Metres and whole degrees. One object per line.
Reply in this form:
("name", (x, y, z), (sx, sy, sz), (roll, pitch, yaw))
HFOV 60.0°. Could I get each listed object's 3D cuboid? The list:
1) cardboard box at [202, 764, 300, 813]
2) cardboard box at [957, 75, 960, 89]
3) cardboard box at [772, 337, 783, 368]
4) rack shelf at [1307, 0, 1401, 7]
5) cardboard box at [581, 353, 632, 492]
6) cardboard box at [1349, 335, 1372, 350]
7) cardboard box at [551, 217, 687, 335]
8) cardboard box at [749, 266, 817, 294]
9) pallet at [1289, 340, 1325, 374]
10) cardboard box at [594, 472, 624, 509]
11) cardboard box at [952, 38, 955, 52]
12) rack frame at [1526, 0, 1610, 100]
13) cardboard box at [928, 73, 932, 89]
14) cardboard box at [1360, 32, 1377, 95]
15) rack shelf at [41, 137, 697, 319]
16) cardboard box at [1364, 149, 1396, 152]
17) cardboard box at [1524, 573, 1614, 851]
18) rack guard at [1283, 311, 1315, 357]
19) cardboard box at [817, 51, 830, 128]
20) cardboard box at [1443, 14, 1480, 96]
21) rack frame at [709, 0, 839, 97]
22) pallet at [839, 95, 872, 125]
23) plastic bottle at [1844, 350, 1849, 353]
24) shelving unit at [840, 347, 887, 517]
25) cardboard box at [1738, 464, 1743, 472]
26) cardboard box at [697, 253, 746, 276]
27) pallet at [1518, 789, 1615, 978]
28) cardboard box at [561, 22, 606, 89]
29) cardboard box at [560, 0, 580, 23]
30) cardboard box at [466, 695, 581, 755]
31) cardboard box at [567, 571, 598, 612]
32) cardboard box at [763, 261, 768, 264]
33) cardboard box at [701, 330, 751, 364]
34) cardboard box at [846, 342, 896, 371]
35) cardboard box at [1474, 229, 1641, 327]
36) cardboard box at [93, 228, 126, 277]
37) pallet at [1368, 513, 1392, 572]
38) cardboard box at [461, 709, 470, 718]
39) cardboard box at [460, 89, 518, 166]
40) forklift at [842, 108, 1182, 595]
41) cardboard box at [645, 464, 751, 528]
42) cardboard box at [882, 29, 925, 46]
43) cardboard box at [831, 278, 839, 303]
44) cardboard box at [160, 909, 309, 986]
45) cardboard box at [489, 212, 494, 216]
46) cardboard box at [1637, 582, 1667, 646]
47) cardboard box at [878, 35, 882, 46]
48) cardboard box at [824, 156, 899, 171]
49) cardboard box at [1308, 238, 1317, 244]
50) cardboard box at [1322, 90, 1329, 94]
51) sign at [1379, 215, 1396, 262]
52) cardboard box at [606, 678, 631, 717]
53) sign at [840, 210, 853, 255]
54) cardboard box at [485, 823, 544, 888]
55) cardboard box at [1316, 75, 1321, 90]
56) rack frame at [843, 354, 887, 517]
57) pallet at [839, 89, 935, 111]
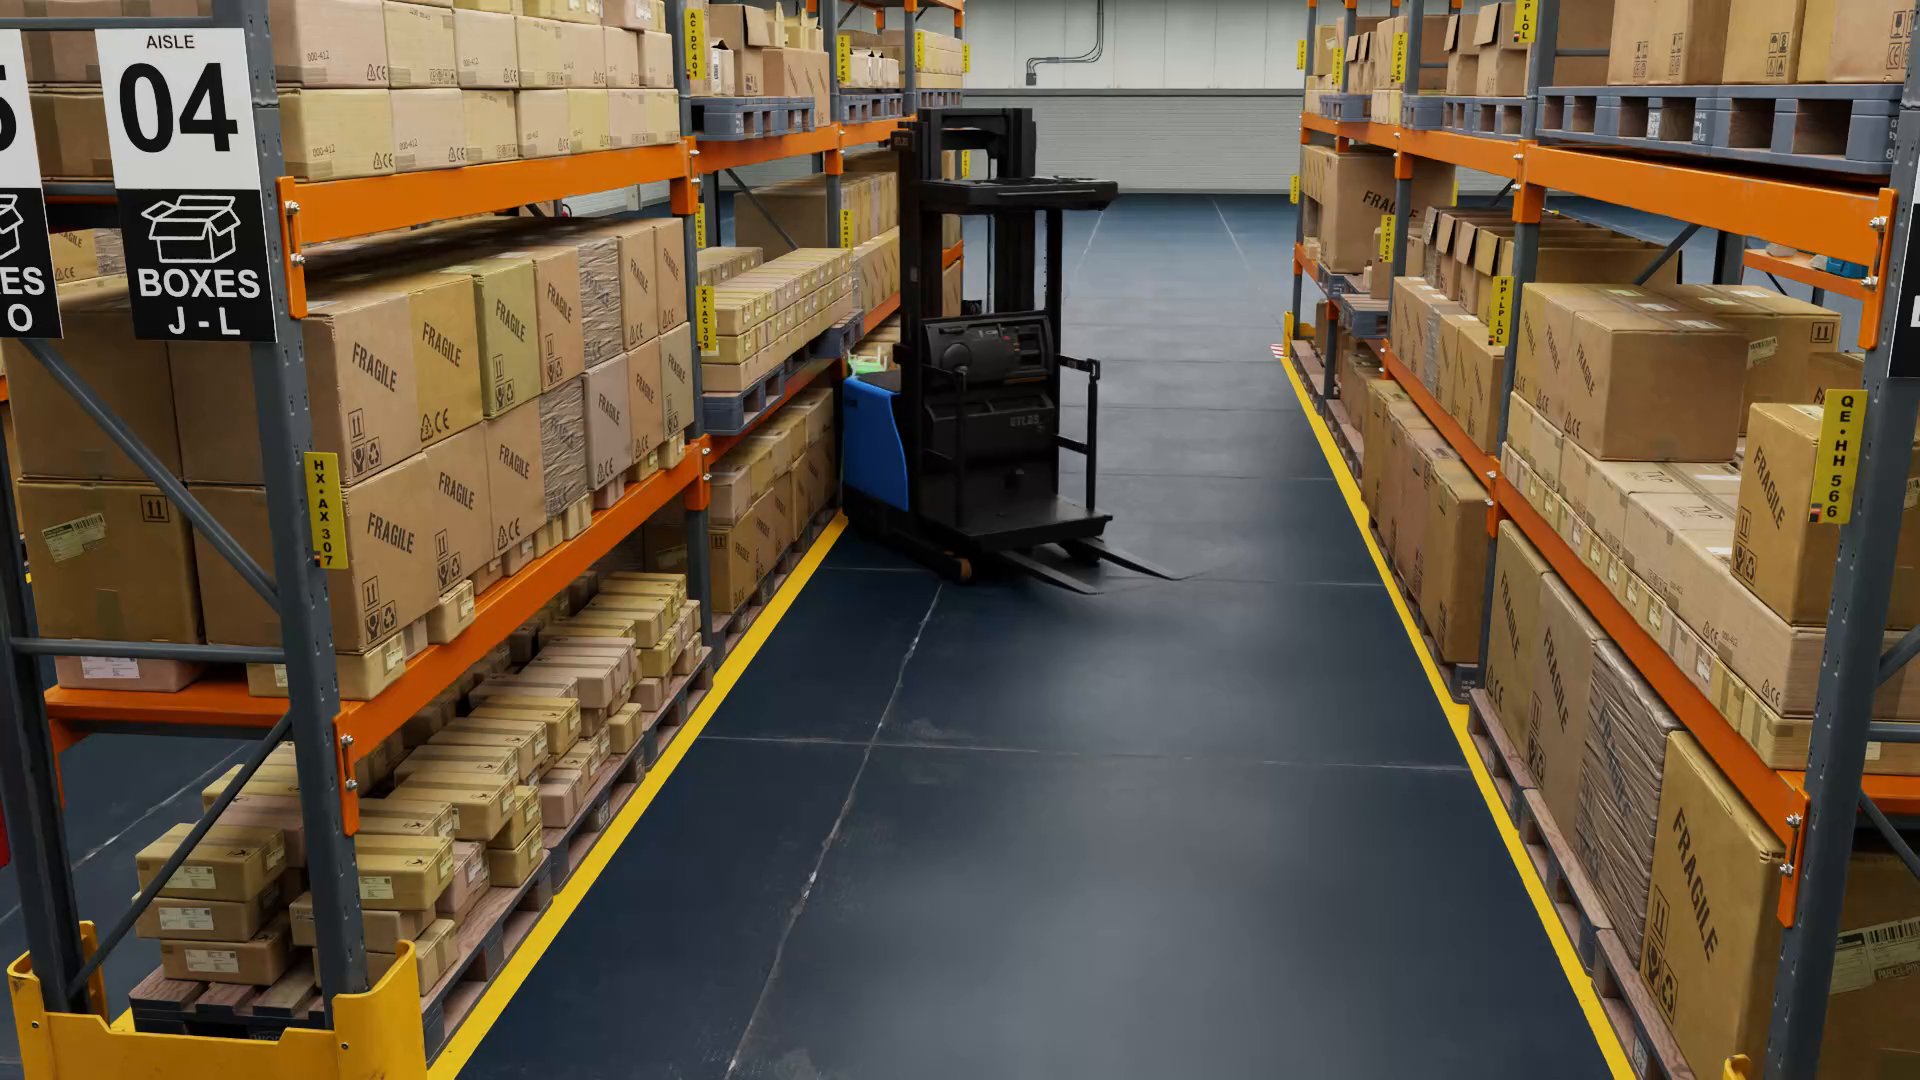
("cardboard box", (-2.481, 0.930, 5.994), (0.380, 0.149, 0.250), (1, 15, 5))
("cardboard box", (-0.202, -5.243, 19.044), (0.380, 0.149, 0.250), (2, 15, 7))
("cardboard box", (-1.237, -1.087, 9.610), (0.380, 0.149, 0.250), (2, 15, 7))
("rack shelf", (4.219, -5.683, 16.824), (1.077, 0.370, 4.000), (2, 15, 6))
("cardboard box", (-1.717, -0.509, 7.037), (0.500, 0.500, 0.500), (2, 15, 6))
("cardboard box", (4.079, -1.716, 16.245), (0.500, 0.500, 0.500), (1, 15, 5))
("cardboard box", (-1.610, -1.259, 7.895), (0.500, 0.500, 0.500), (1, 15, 4))
("cardboard box", (-1.122, -1.645, 10.535), (0.380, 0.149, 0.250), (2, 15, 9))
("pallet", (4.310, -2.079, 18.947), (1.003, 0.211, 1.213), (2, 15, 6))
("cardboard box", (-1.690, -0.237, 7.274), (0.380, 0.149, 0.250), (1, 15, 4))
("cardboard box", (-0.259, -5.494, 18.444), (0.380, 0.149, 0.250), (2, 15, 7))
("rack frame", (3.091, -3.438, 7.138), (1.000, 3.000, 0.127), (2, 15, 6))
("cardboard box", (-0.487, -4.583, 16.605), (0.380, 0.149, 0.250), (2, 15, 6))
("cardboard box", (3.737, -3.954, 13.791), (0.797, 0.503, 0.637), (2, 15, 9))
("rack shelf", (-2.051, -1.297, 6.342), (1.077, 0.370, 4.000), (2, 15, 6))
("cardboard box", (4.454, -3.790, 17.256), (0.500, 0.500, 0.500), (2, 15, 6))
("cardboard box", (2.836, 0.683, 6.656), (0.875, 0.875, 0.875), (2, 15, 6))
("rack guard", (4.437, -2.428, 19.684), (1.175, 0.500, 0.348), (2, 15, 6))
("cardboard box", (-1.186, -3.093, 11.415), (0.500, 0.500, 0.500), (2, 15, 6))
("cardboard box", (3.545, -3.120, 10.705), (0.797, 0.503, 0.637), (3, 15, 10))
("rack frame", (-1.374, -4.648, 11.612), (1.000, 3.000, 0.127), (2, 15, 6))
("pallet", (-1.355, -3.277, 12.651), (1.213, 0.211, 1.003), (2, 15, 9))
("plastic bottle", (8.759, -1.714, 16.486), (0.144, 0.351, 0.185), (2, 15, 6))
("shelving unit", (-0.724, -0.806, 12.302), (0.258, 1.200, 0.503), (2, 14, -9))
("cardboard box", (3.128, -0.093, 5.978), (0.500, 0.250, 0.500), (1, 15, 5))
("cardboard box", (-1.679, -1.873, 11.380), (0.380, 0.149, 0.250), (2, 15, 6))
("pallet", (2.792, 1.316, 6.391), (1.003, 0.211, 1.213), (2, 15, 6))
("cardboard box", (-1.750, -1.934, 6.652), (0.500, 0.250, 0.500), (2, 15, 9))
("cardboard box", (-1.710, -2.099, 6.496), (0.380, 0.149, 0.250), (2, 15, 6))
("cardboard box", (-1.752, 0.741, 6.691), (0.380, 0.149, 0.250), (2, 15, 7))
("cardboard box", (-2.071, 0.255, 8.490), (0.380, 0.149, 0.250), (2, 15, 9))
("cardboard box", (-1.590, -1.925, 12.843), (0.500, 0.500, 0.500), (2, 15, 6))
("cardboard box", (-1.324, -1.028, 8.825), (0.380, 0.149, 0.250), (2, 15, 7))
("cardboard box", (-1.121, -1.251, 14.047), (1.050, 0.750, 0.750), (2, 15, 7))
("cardboard box", (3.244, -1.418, 9.048), (0.797, 0.503, 0.637), (2, 15, 7))
("cardboard box", (-6.152, -2.127, 11.676), (0.500, 0.500, 0.500), (2, 15, 7))
("pallet", (3.379, -0.031, 11.374), (1.003, 0.211, 1.213), (2, 15, 6))
("cardboard box", (-2.295, 0.737, 7.279), (0.380, 0.149, 0.250), (2, 15, 6))
("cardboard box", (-1.863, -1.432, 5.752), (0.500, 0.250, 0.500), (1, 15, 4))
("forklift", (0.304, -1.272, 10.750), (1.130, 2.935, 3.031), (-8, 17, -28))
("cardboard box", (-1.480, -0.256, 9.412), (0.500, 0.250, 0.500), (1, 15, 4))
("cardboard box", (-0.544, -4.836, 16.013), (0.380, 0.149, 0.250), (2, 15, 7))
("cardboard box", (-1.033, -1.698, 11.302), (0.380, 0.149, 0.250), (2, 15, 8))
("cardboard box", (-2.425, 1.354, 5.566), (0.380, 0.149, 0.250), (2, 15, 7))
("cardboard box", (-5.386, -3.599, 18.465), (0.500, 0.500, 0.500), (2, 15, 7))
("cardboard box", (2.467, 0.249, 5.474), (0.380, 0.149, 0.250), (1, 15, 5))
("cardboard box", (-1.028, -5.250, 17.543), (0.380, 0.149, 0.250), (2, 15, 7))
("cardboard box", (-0.901, -3.624, 16.961), (0.875, 0.550, 0.550), (2, 15, 6))
("cardboard box", (4.078, -3.272, 18.498), (0.380, 0.149, 0.250), (2, 15, 6))
("cardboard box", (3.907, -4.386, 16.677), (0.500, 0.250, 0.500), (2, 15, 6))
("sign", (3.002, -2.114, 11.667), (0.100, 0.325, 0.005), (2, 15, 6))
("cardboard box", (-1.711, 0.676, 7.504), (0.380, 0.149, 0.250), (2, 15, 8))
("sign", (-0.834, -2.259, 12.204), (0.100, 0.325, 0.005), (2, 15, 6))
("cardboard box", (-1.793, 1.172, 6.239), (0.380, 0.149, 0.250), (2, 15, 7))
("cardboard box", (4.020, -4.893, 17.788), (0.380, 0.149, 0.250), (2, 15, 6))
("rack frame", (-0.689, -0.747, 12.068), (0.240, 1.200, 0.015), (2, 14, -9))
("pallet", (-0.820, -4.407, 16.635), (1.003, 0.211, 1.213), (2, 15, 6))
